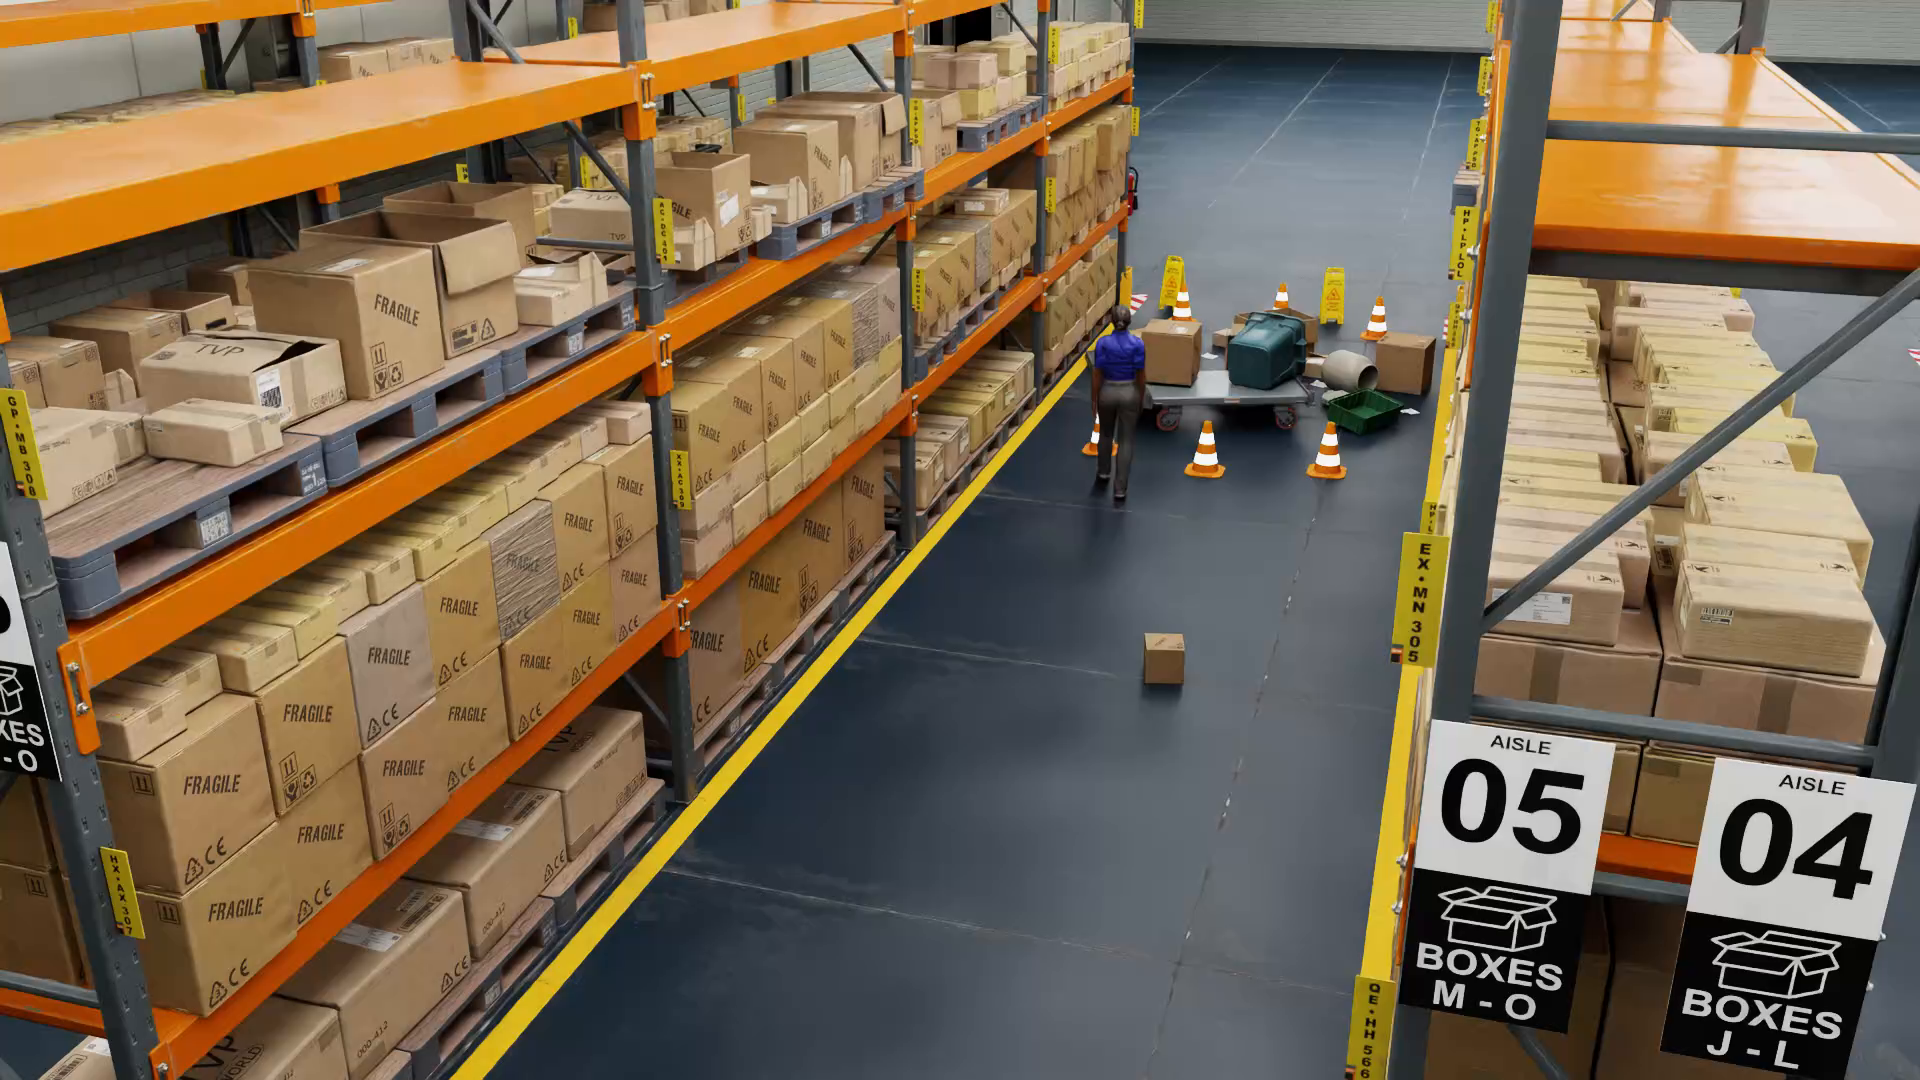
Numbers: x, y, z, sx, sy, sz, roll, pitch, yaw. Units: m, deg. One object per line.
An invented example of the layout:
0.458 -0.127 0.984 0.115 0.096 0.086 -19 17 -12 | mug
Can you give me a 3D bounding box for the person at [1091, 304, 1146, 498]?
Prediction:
1.355 -1.233 14.111 0.448 1.645 0.714 4 22 9 | person
